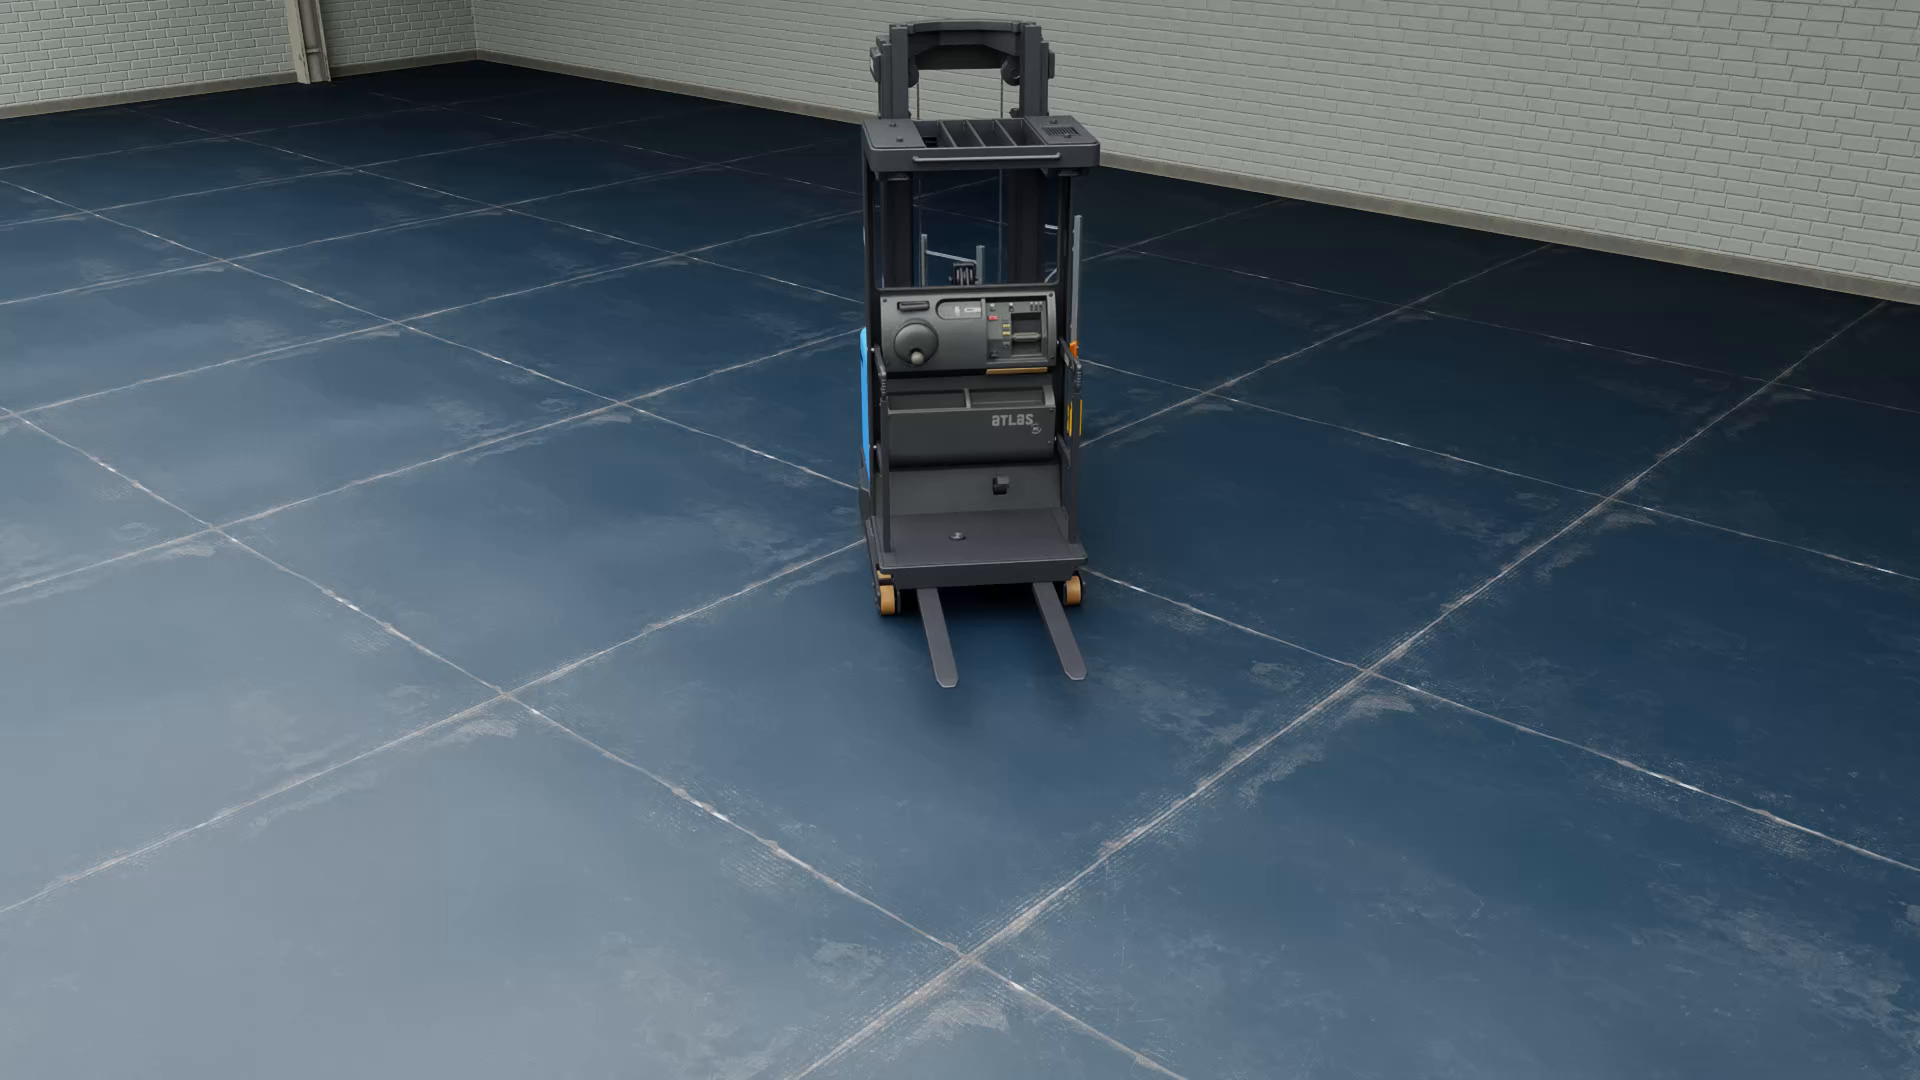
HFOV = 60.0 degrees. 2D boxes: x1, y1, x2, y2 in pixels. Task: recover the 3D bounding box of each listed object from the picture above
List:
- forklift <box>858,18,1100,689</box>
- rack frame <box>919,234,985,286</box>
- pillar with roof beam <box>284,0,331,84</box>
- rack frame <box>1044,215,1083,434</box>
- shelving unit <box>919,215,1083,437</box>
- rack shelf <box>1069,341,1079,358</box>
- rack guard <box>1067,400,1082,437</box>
[{"bbox_3d":[0.074,-1.084,8.584,1.130,2.935,3.031,-3,24,-6],"label":"forklift"},{"bbox_3d":[-0.053,-1.151,10.483,0.500,1.500,0.032,19,30,35],"label":"rack frame"},{"bbox_3d":[-6.638,-9.924,20.885,9.100,9.000,0.400,20,31,38],"label":"pillar with roof beam"},{"bbox_3d":[0.592,-1.472,11.201,0.500,1.500,0.032,19,30,35],"label":"rack frame"},{"bbox_3d":[0.264,-1.309,10.836,0.587,1.500,1.083,19,30,35],"label":"shelving unit"},{"bbox_3d":[0.270,-1.147,10.916,0.538,0.185,1.000,19,30,35],"label":"rack shelf"},{"bbox_3d":[0.579,-0.896,11.443,0.587,0.250,0.087,19,30,35],"label":"rack guard"}]
